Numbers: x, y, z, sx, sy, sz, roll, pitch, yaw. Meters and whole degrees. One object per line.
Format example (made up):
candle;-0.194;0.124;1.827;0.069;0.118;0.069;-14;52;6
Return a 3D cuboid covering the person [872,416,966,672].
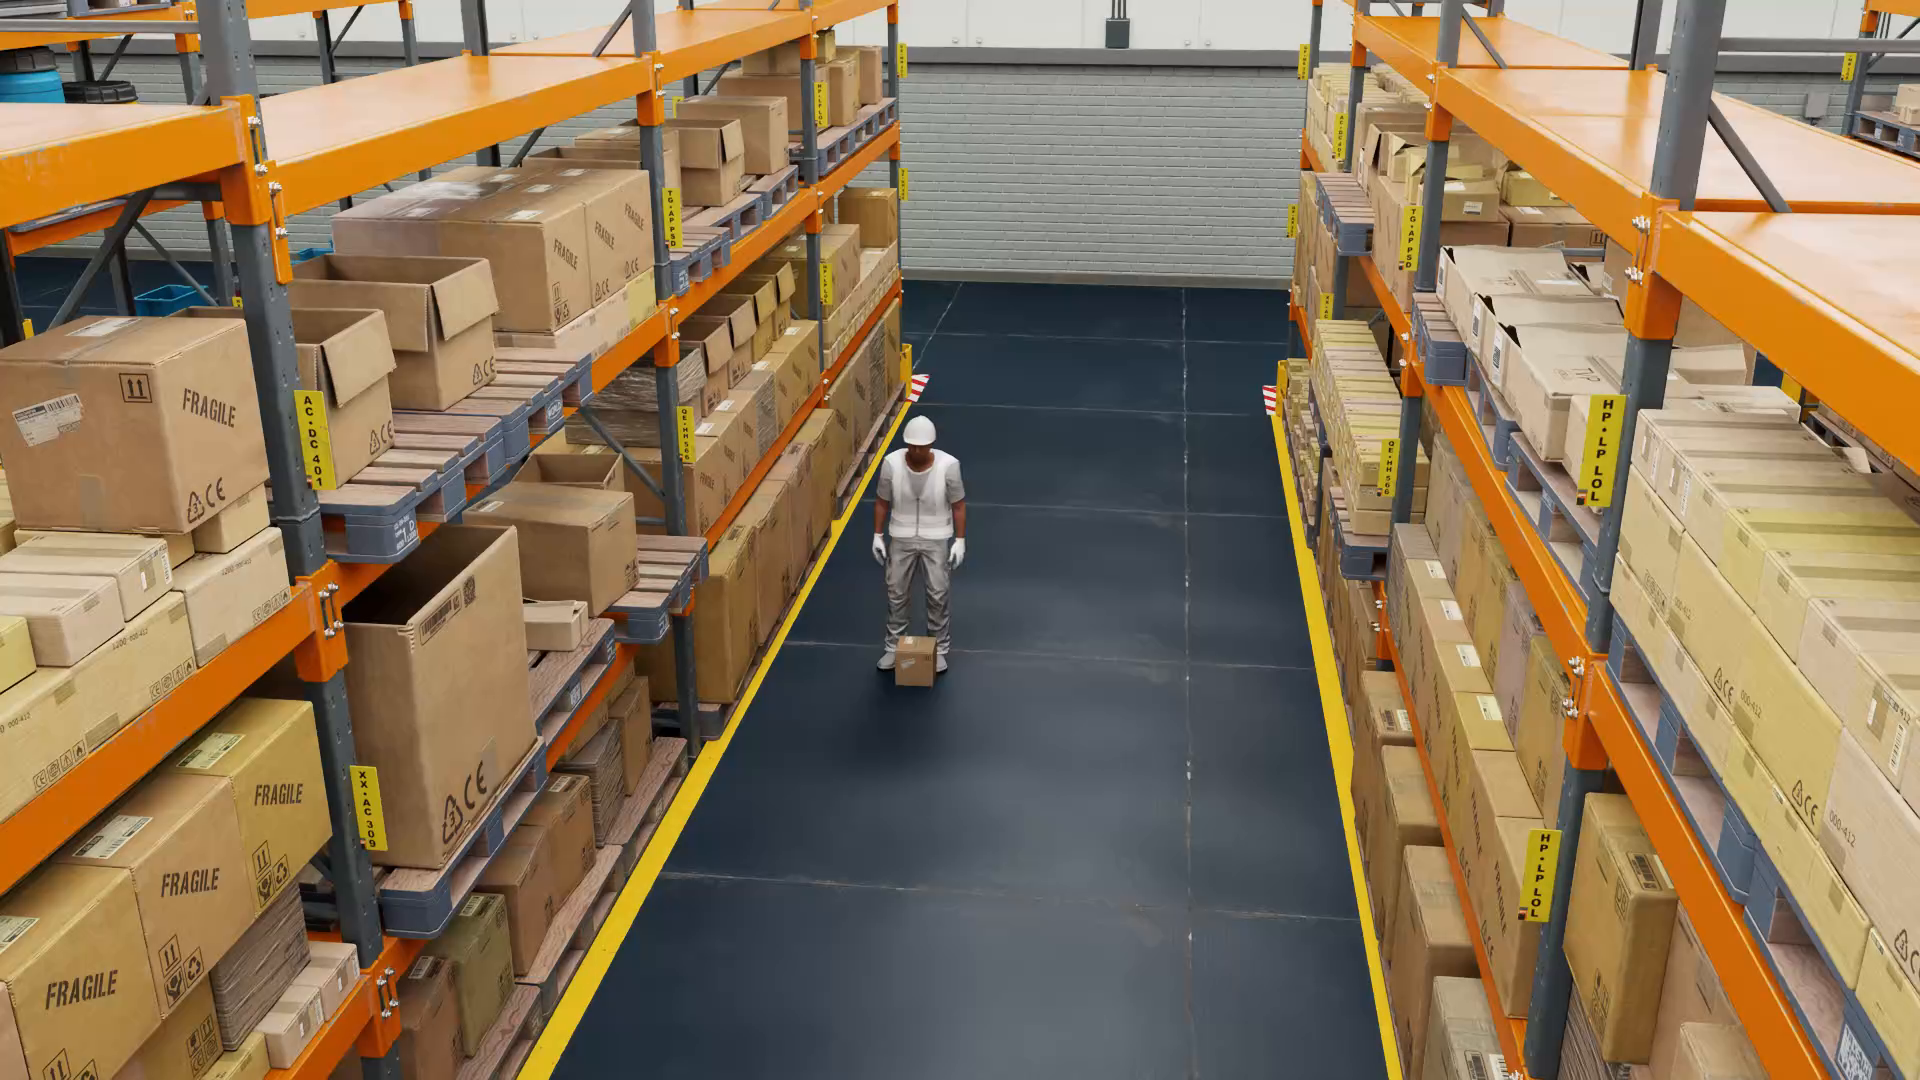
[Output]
person;-0.275;0.014;11.031;0.620;1.772;0.452;2;21;5
